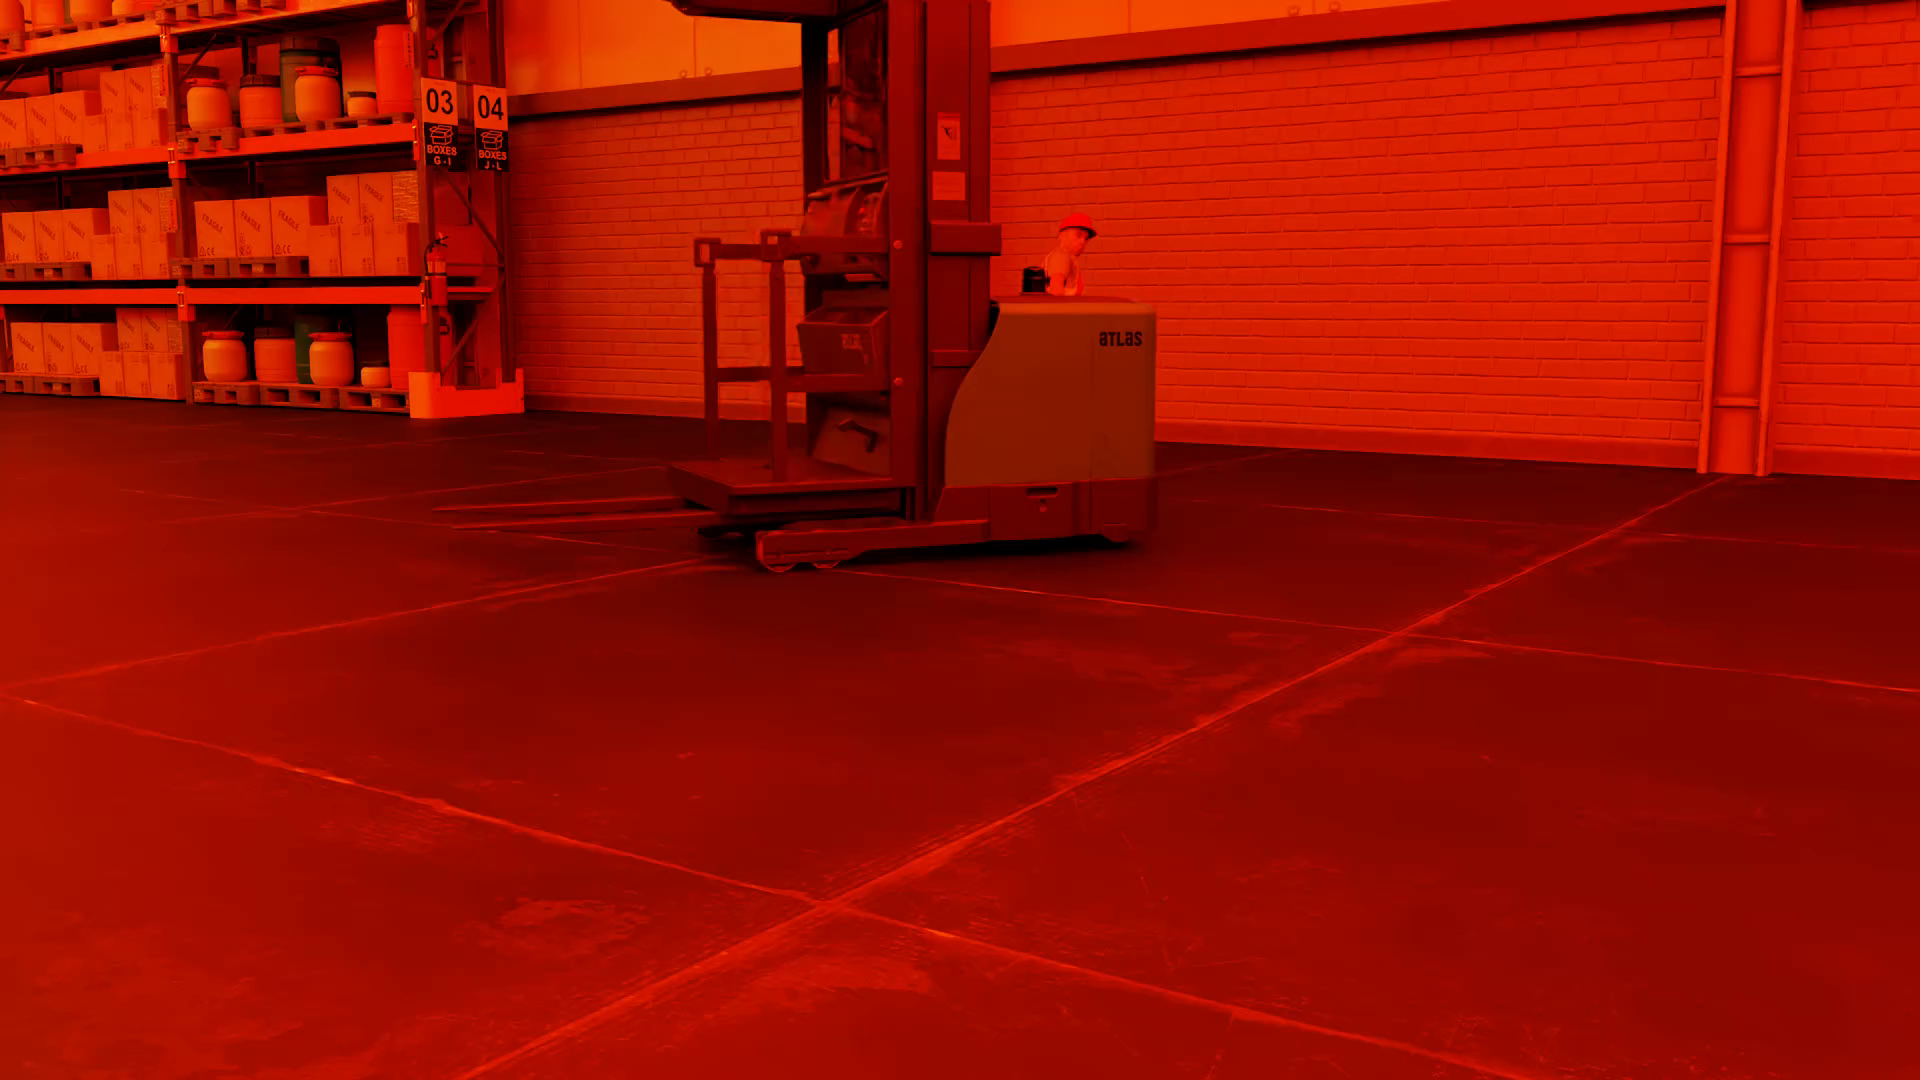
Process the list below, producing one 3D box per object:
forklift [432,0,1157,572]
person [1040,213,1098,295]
[{"bbox_3d":[-0.683,-1.405,7.071,3.031,2.935,1.130,-4,9,-24],"label":"forklift"},{"bbox_3d":[0.774,-1.201,10.302,0.817,1.637,0.803,-4,9,-26],"label":"person"}]
